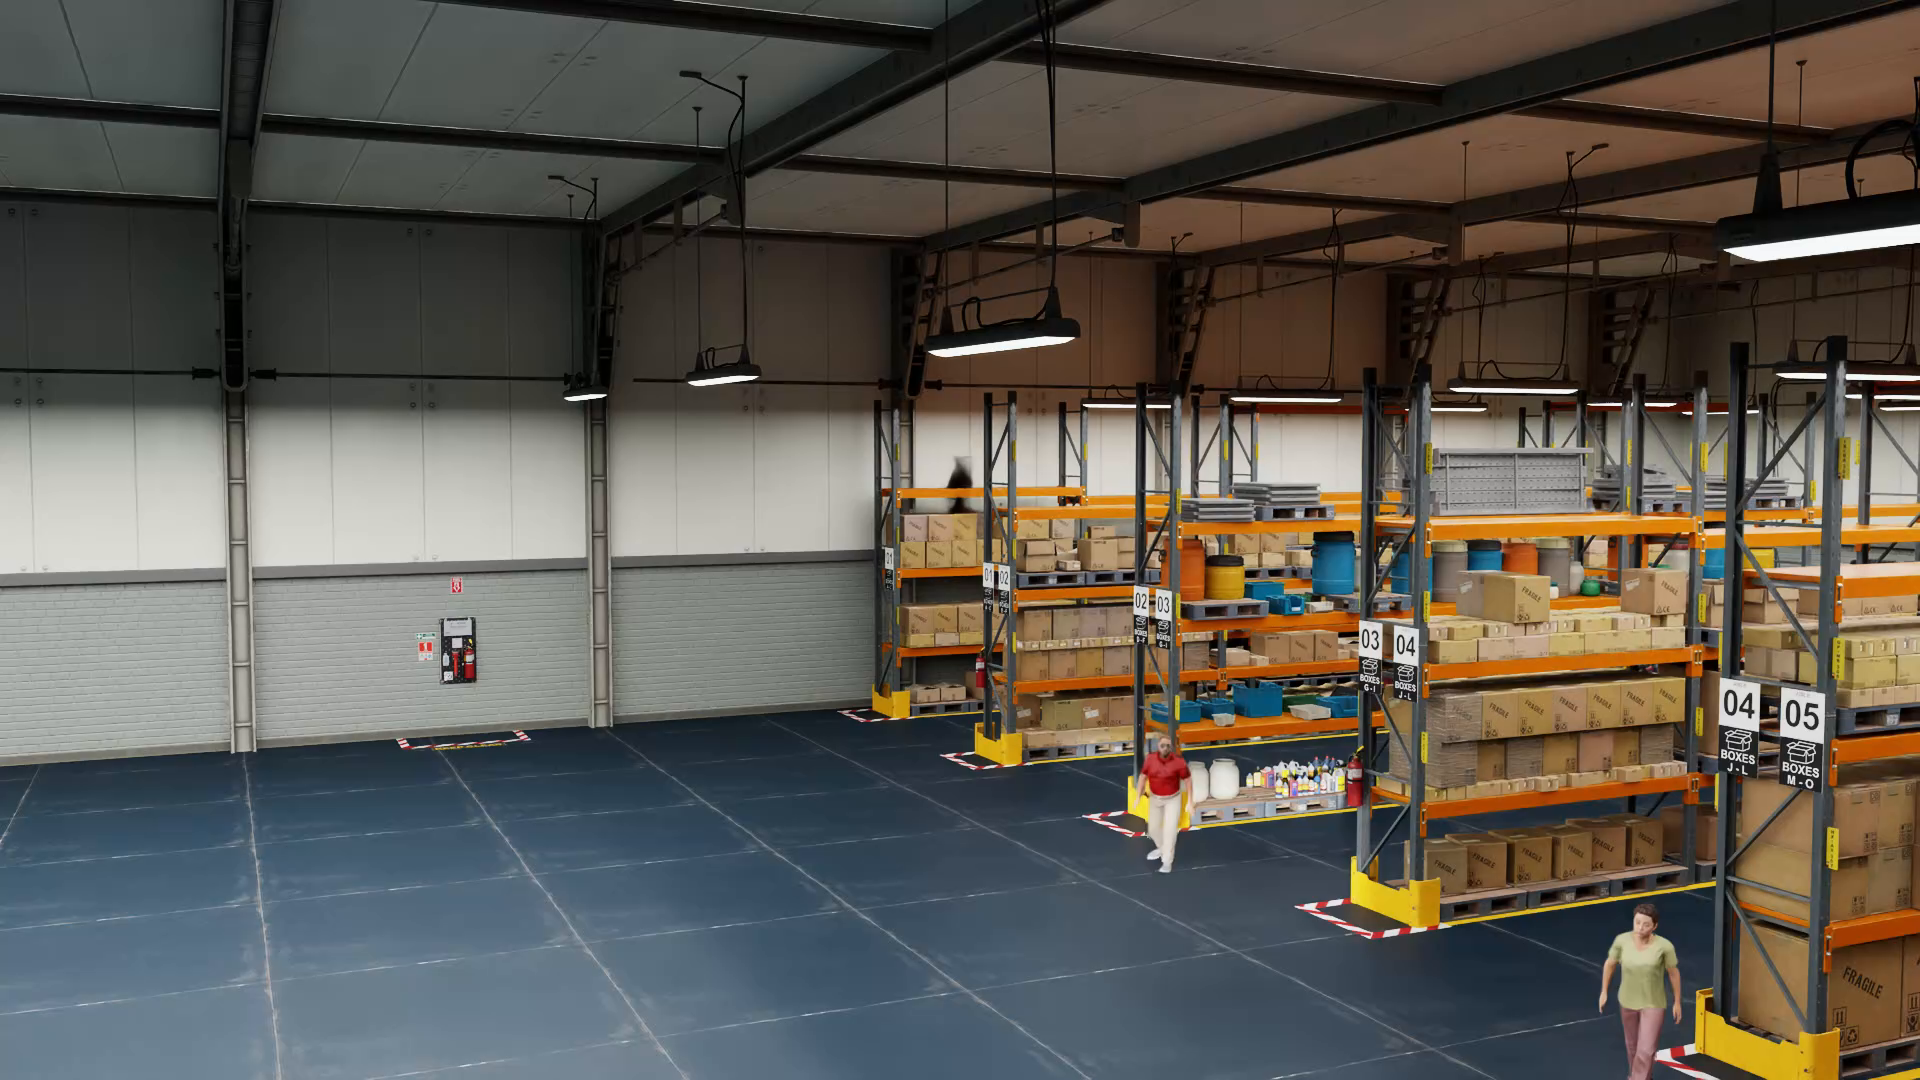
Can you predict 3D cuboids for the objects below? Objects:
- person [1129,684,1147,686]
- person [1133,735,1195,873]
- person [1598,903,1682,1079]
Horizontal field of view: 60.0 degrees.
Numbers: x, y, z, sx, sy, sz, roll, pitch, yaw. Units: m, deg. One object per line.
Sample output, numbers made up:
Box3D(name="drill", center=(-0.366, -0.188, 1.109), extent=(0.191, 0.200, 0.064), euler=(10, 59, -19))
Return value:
Box3D(name="person", center=(3.462, 2.519, 31.569), extent=(0.610, 1.616, 0.620), euler=(-1, 4, -20))
Box3D(name="person", center=(2.523, 3.162, 20.248), extent=(0.757, 1.653, 0.845), euler=(1, 4, 21))
Box3D(name="person", center=(5.213, 3.566, 12.736), extent=(0.563, 1.629, 0.894), euler=(2, 4, 36))
